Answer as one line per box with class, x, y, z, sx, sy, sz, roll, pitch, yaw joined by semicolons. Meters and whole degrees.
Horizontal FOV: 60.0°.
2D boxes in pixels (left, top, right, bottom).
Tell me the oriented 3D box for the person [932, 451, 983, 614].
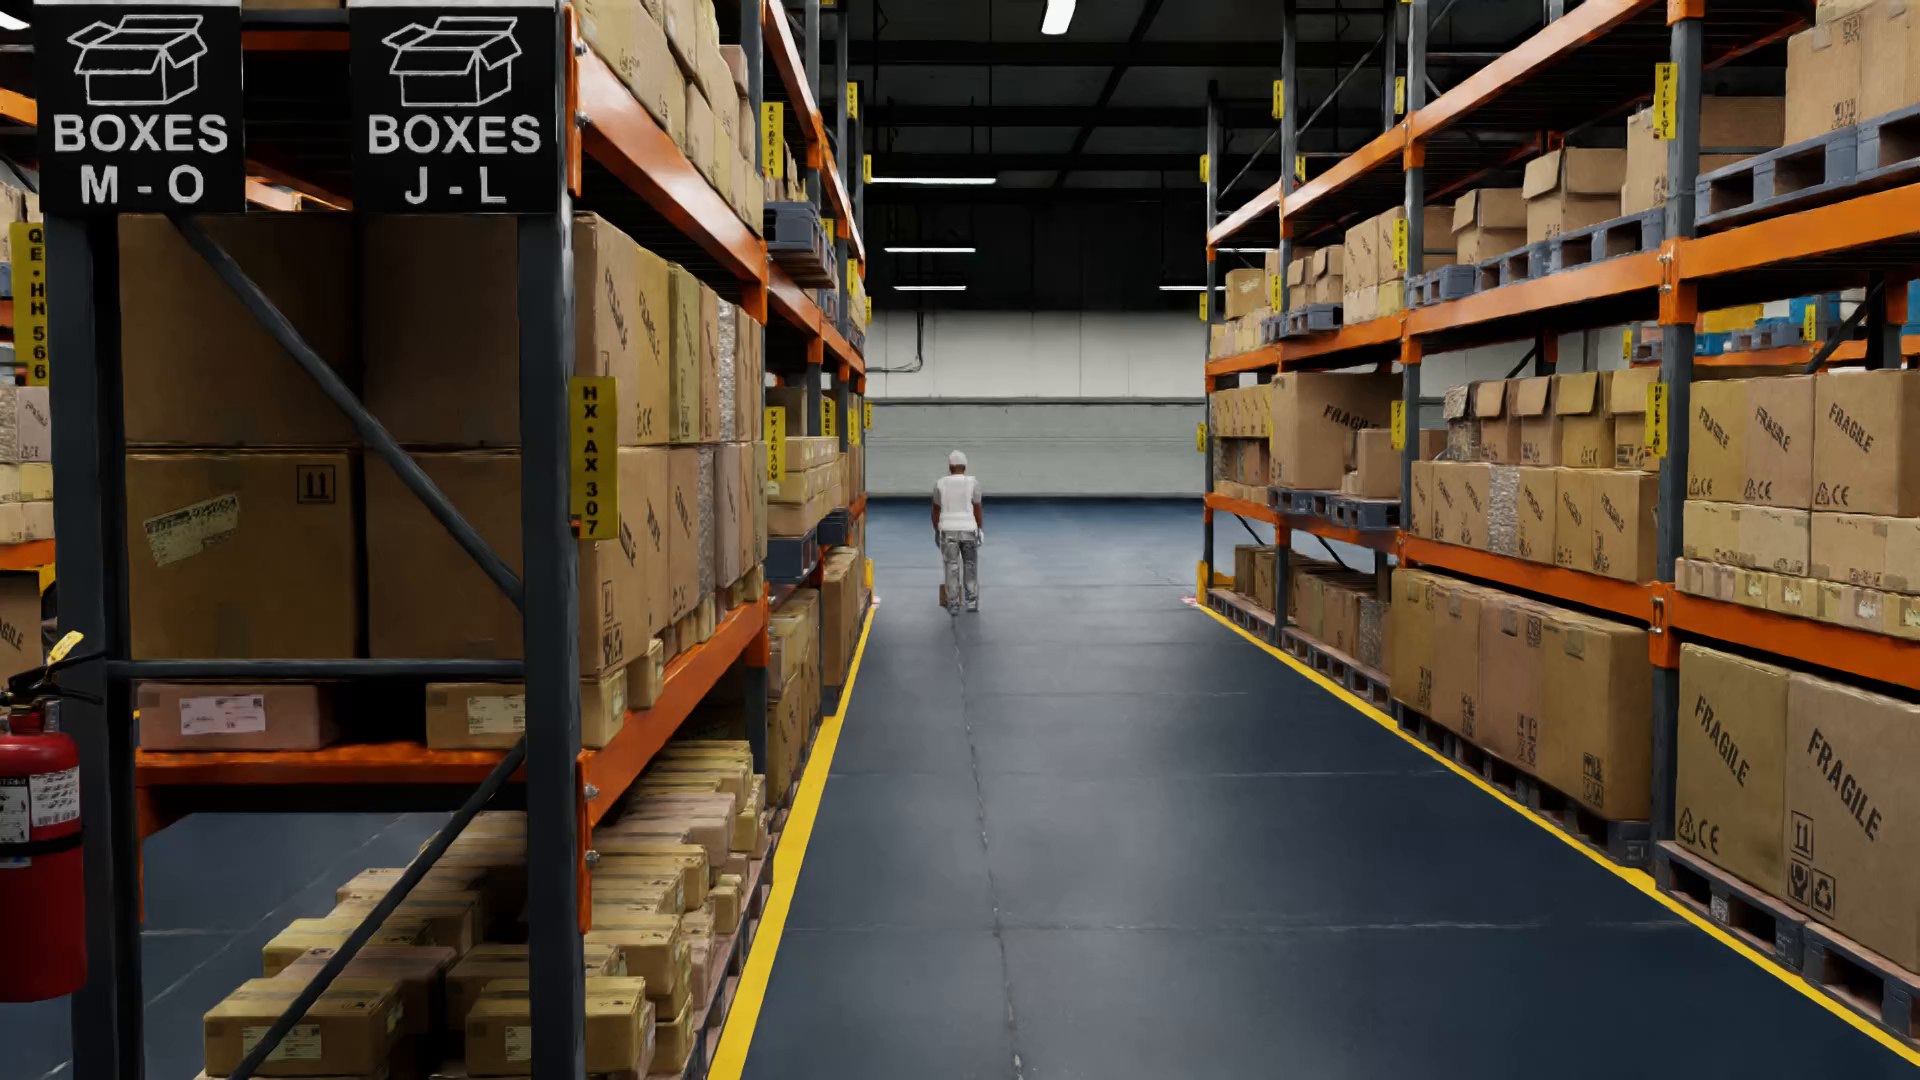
person;-0.030;-0.087;18.364;0.560;1.801;0.583;0;4;-2
